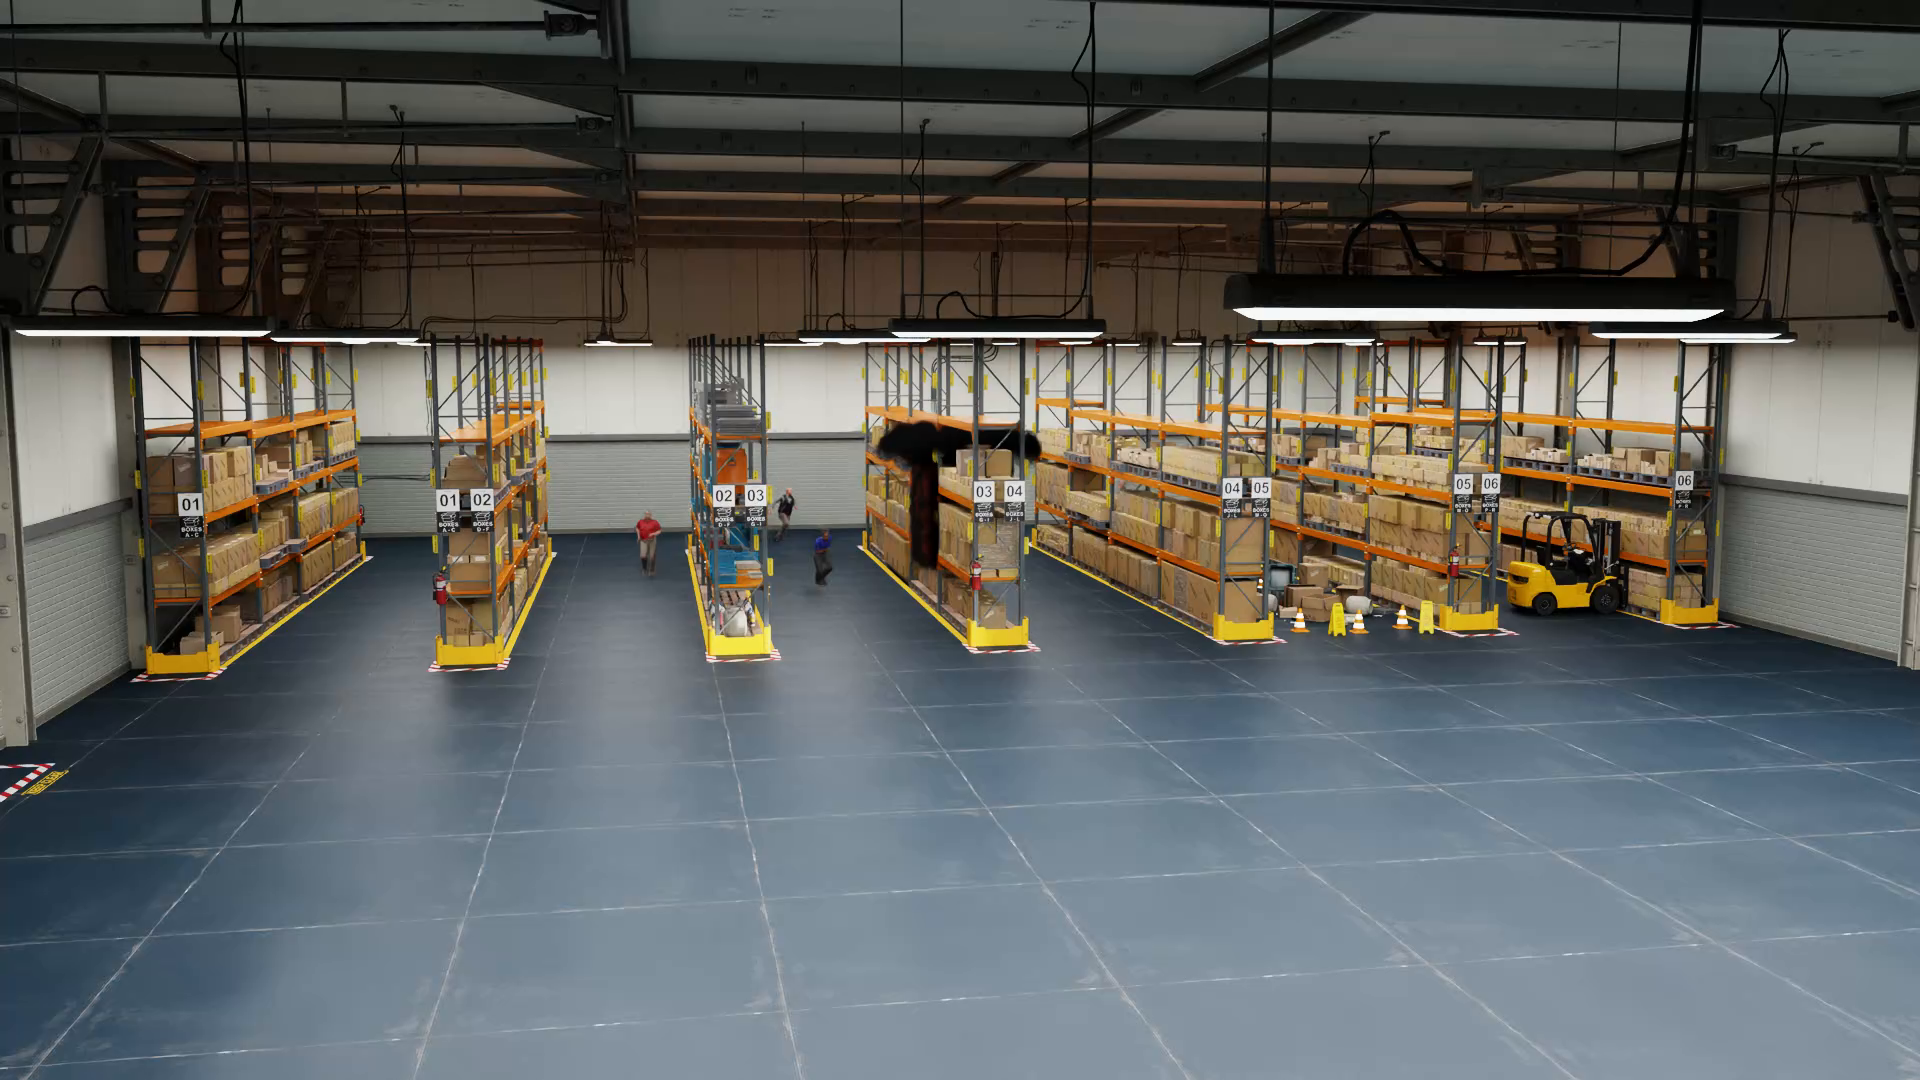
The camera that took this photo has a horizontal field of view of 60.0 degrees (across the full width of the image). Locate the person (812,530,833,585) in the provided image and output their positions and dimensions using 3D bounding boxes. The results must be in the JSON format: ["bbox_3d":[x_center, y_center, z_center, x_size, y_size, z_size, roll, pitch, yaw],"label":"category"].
[{"bbox_3d":[-3.210,0.414,38.962,0.584,1.370,0.954,-4,8,-32],"label":"person"}]

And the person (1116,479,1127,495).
[{"bbox_3d":[4.905,-0.917,50.234,0.865,1.845,0.690,-2,7,-18],"label":"person"}]

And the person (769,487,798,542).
[{"bbox_3d":[-5.197,-0.754,49.619,0.693,1.633,0.853,6,9,41],"label":"person"}]

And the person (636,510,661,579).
[{"bbox_3d":[-7.810,0.108,41.647,0.648,1.729,0.693,0,7,-2],"label":"person"}]

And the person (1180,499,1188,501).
[{"bbox_3d":[6.229,-0.294,45.555,0.595,1.642,0.919,-5,8,-36],"label":"person"}]
